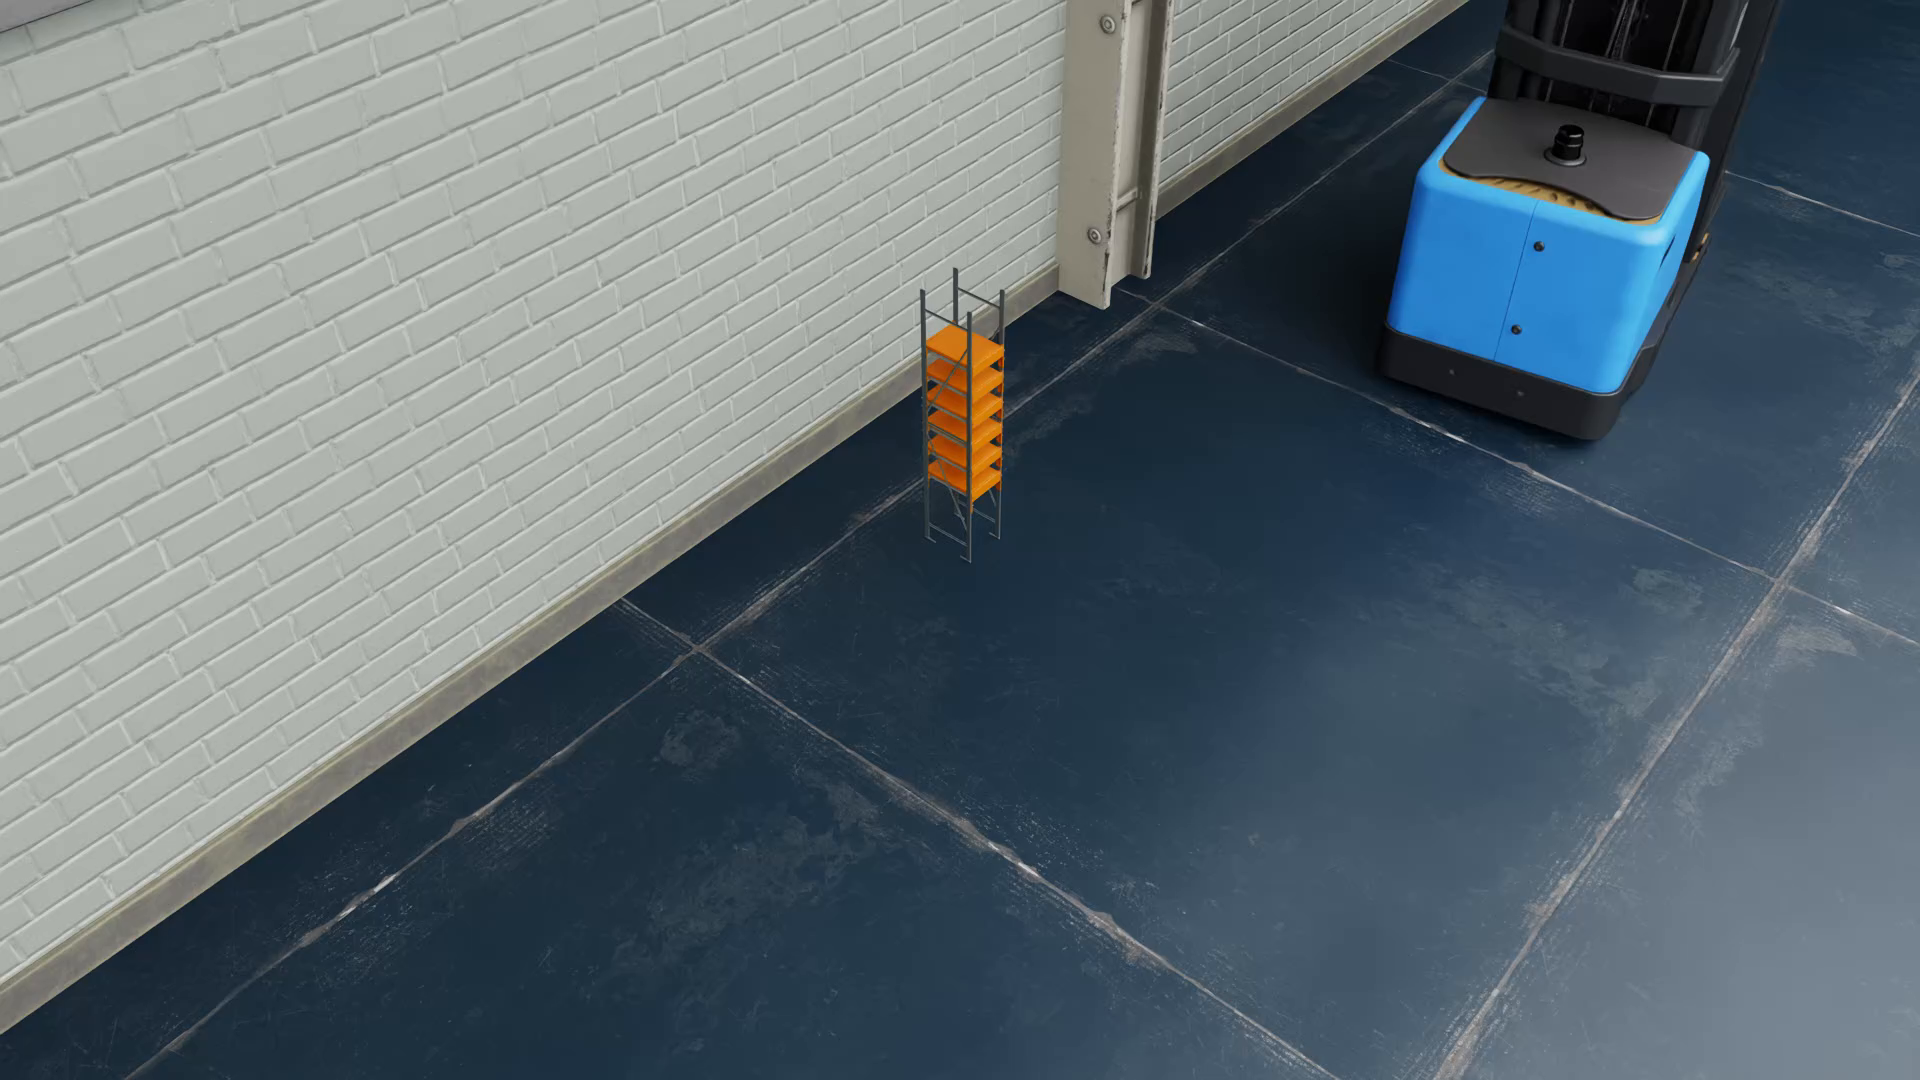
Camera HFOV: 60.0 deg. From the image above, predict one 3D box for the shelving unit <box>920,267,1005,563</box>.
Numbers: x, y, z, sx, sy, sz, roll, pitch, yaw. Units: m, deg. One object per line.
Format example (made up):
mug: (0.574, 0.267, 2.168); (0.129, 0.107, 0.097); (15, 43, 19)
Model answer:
shelving unit: (0.009, -0.451, 6.355); (0.258, 1.200, 0.189); (29, 50, 28)

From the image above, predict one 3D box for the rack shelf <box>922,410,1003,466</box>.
rack shelf: (0.009, -0.419, 6.384); (0.258, 0.103, 0.180); (29, 50, 28)

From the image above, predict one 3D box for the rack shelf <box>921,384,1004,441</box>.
rack shelf: (0.009, -0.507, 6.304); (0.258, 0.103, 0.180); (29, 50, 28)

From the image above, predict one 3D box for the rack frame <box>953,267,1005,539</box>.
rack frame: (0.068, -0.498, 6.406); (0.240, 1.200, 0.006); (29, 50, 28)

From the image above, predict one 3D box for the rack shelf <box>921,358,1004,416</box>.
rack shelf: (0.009, -0.596, 6.223); (0.258, 0.103, 0.180); (29, 50, 28)

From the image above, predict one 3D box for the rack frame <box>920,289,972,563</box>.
rack frame: (-0.050, -0.404, 6.303); (0.240, 1.200, 0.006); (29, 50, 28)

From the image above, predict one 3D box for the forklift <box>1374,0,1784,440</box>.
forklift: (3.064, -2.485, 7.304); (1.130, 2.935, 3.031); (22, 47, 22)

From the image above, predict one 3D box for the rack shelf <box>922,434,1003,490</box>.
rack shelf: (0.009, -0.330, 6.465); (0.258, 0.103, 0.180); (29, 50, 28)

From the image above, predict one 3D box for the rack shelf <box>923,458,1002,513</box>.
rack shelf: (0.009, -0.241, 6.546); (0.258, 0.103, 0.180); (29, 50, 28)

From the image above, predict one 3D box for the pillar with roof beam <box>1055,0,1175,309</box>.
pillar with roof beam: (3.991, -2.735, 3.069); (9.100, 9.000, 0.400); (29, 50, 28)

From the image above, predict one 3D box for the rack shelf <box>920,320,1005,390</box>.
rack shelf: (0.009, -0.685, 6.142); (0.258, 0.103, 0.180); (29, 50, 28)
